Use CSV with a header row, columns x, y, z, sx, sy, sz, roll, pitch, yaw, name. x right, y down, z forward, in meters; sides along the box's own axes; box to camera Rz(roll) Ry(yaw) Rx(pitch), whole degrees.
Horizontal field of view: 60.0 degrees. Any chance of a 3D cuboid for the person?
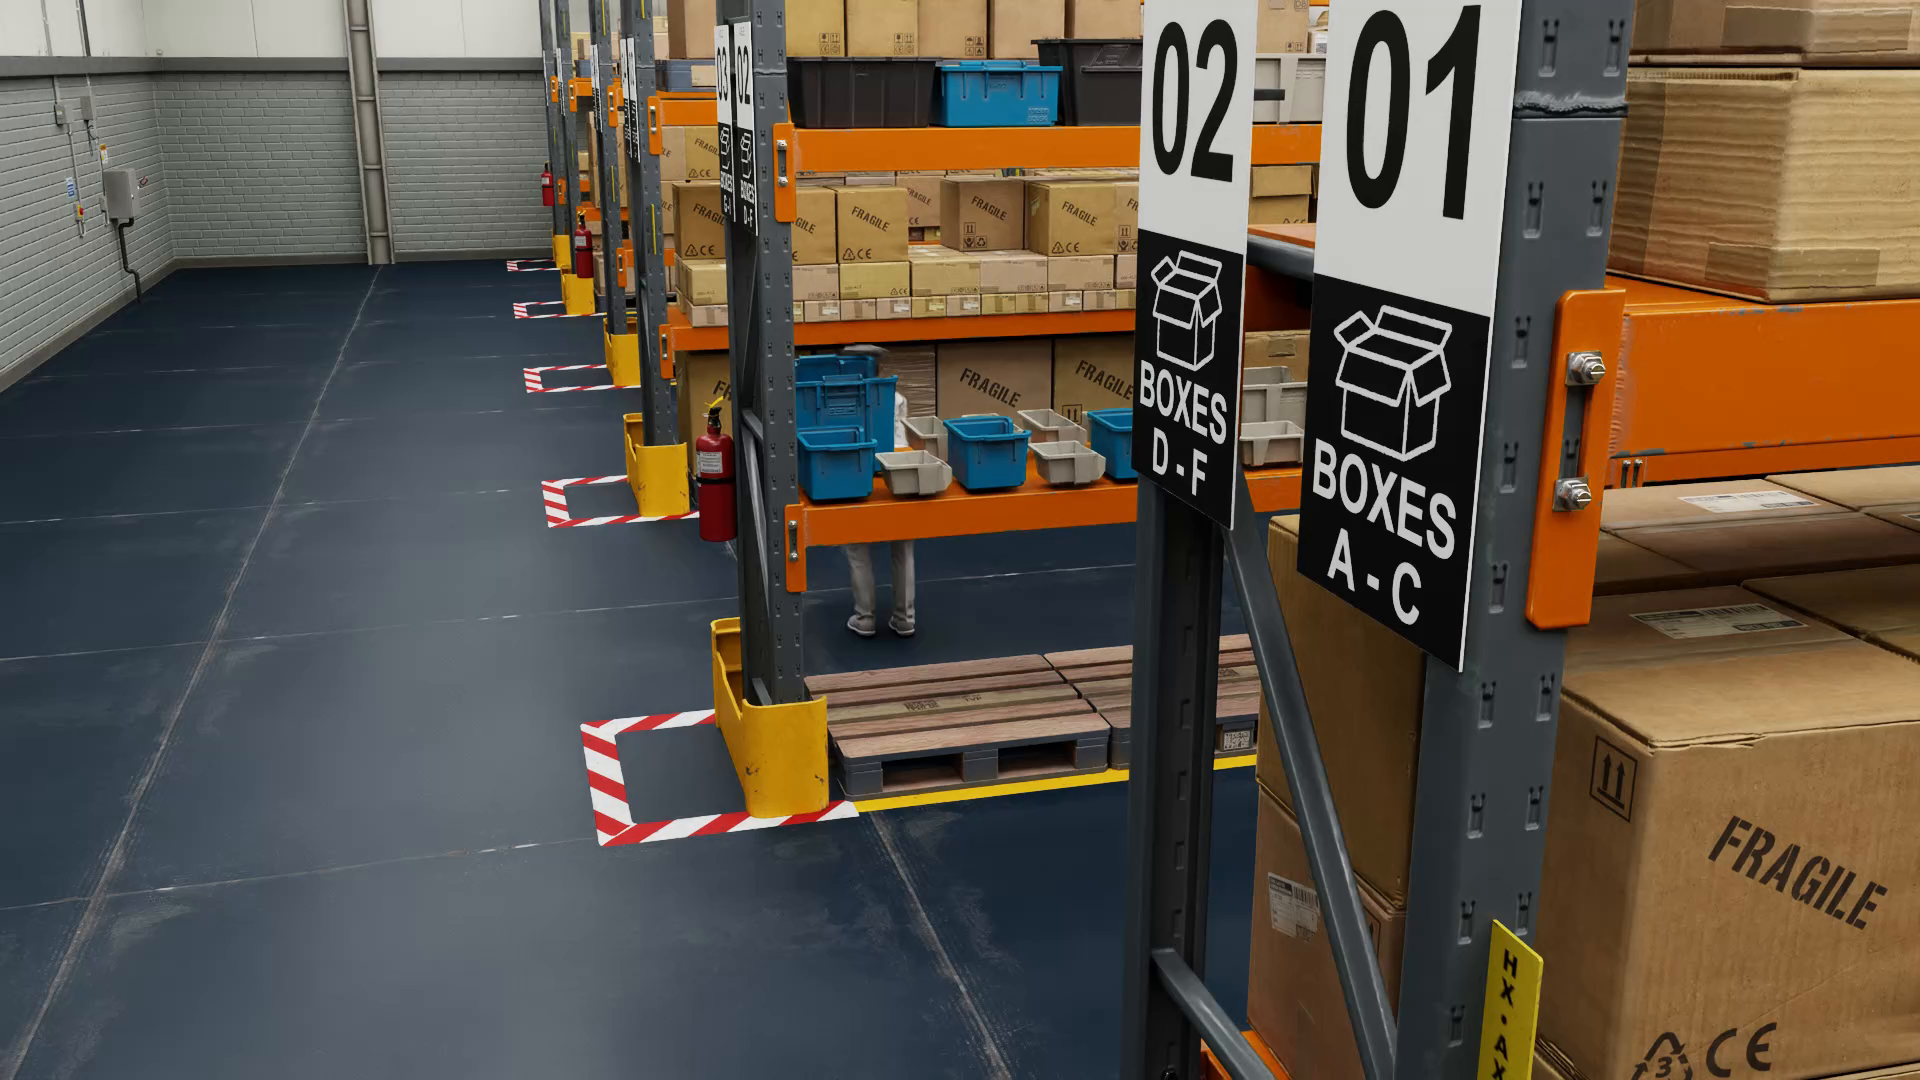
x,y,z,sx,sy,sz,roll,pitch,yaw,name
-0.471,-0.263,9.101,0.412,1.585,0.586,-5,17,-16,person
